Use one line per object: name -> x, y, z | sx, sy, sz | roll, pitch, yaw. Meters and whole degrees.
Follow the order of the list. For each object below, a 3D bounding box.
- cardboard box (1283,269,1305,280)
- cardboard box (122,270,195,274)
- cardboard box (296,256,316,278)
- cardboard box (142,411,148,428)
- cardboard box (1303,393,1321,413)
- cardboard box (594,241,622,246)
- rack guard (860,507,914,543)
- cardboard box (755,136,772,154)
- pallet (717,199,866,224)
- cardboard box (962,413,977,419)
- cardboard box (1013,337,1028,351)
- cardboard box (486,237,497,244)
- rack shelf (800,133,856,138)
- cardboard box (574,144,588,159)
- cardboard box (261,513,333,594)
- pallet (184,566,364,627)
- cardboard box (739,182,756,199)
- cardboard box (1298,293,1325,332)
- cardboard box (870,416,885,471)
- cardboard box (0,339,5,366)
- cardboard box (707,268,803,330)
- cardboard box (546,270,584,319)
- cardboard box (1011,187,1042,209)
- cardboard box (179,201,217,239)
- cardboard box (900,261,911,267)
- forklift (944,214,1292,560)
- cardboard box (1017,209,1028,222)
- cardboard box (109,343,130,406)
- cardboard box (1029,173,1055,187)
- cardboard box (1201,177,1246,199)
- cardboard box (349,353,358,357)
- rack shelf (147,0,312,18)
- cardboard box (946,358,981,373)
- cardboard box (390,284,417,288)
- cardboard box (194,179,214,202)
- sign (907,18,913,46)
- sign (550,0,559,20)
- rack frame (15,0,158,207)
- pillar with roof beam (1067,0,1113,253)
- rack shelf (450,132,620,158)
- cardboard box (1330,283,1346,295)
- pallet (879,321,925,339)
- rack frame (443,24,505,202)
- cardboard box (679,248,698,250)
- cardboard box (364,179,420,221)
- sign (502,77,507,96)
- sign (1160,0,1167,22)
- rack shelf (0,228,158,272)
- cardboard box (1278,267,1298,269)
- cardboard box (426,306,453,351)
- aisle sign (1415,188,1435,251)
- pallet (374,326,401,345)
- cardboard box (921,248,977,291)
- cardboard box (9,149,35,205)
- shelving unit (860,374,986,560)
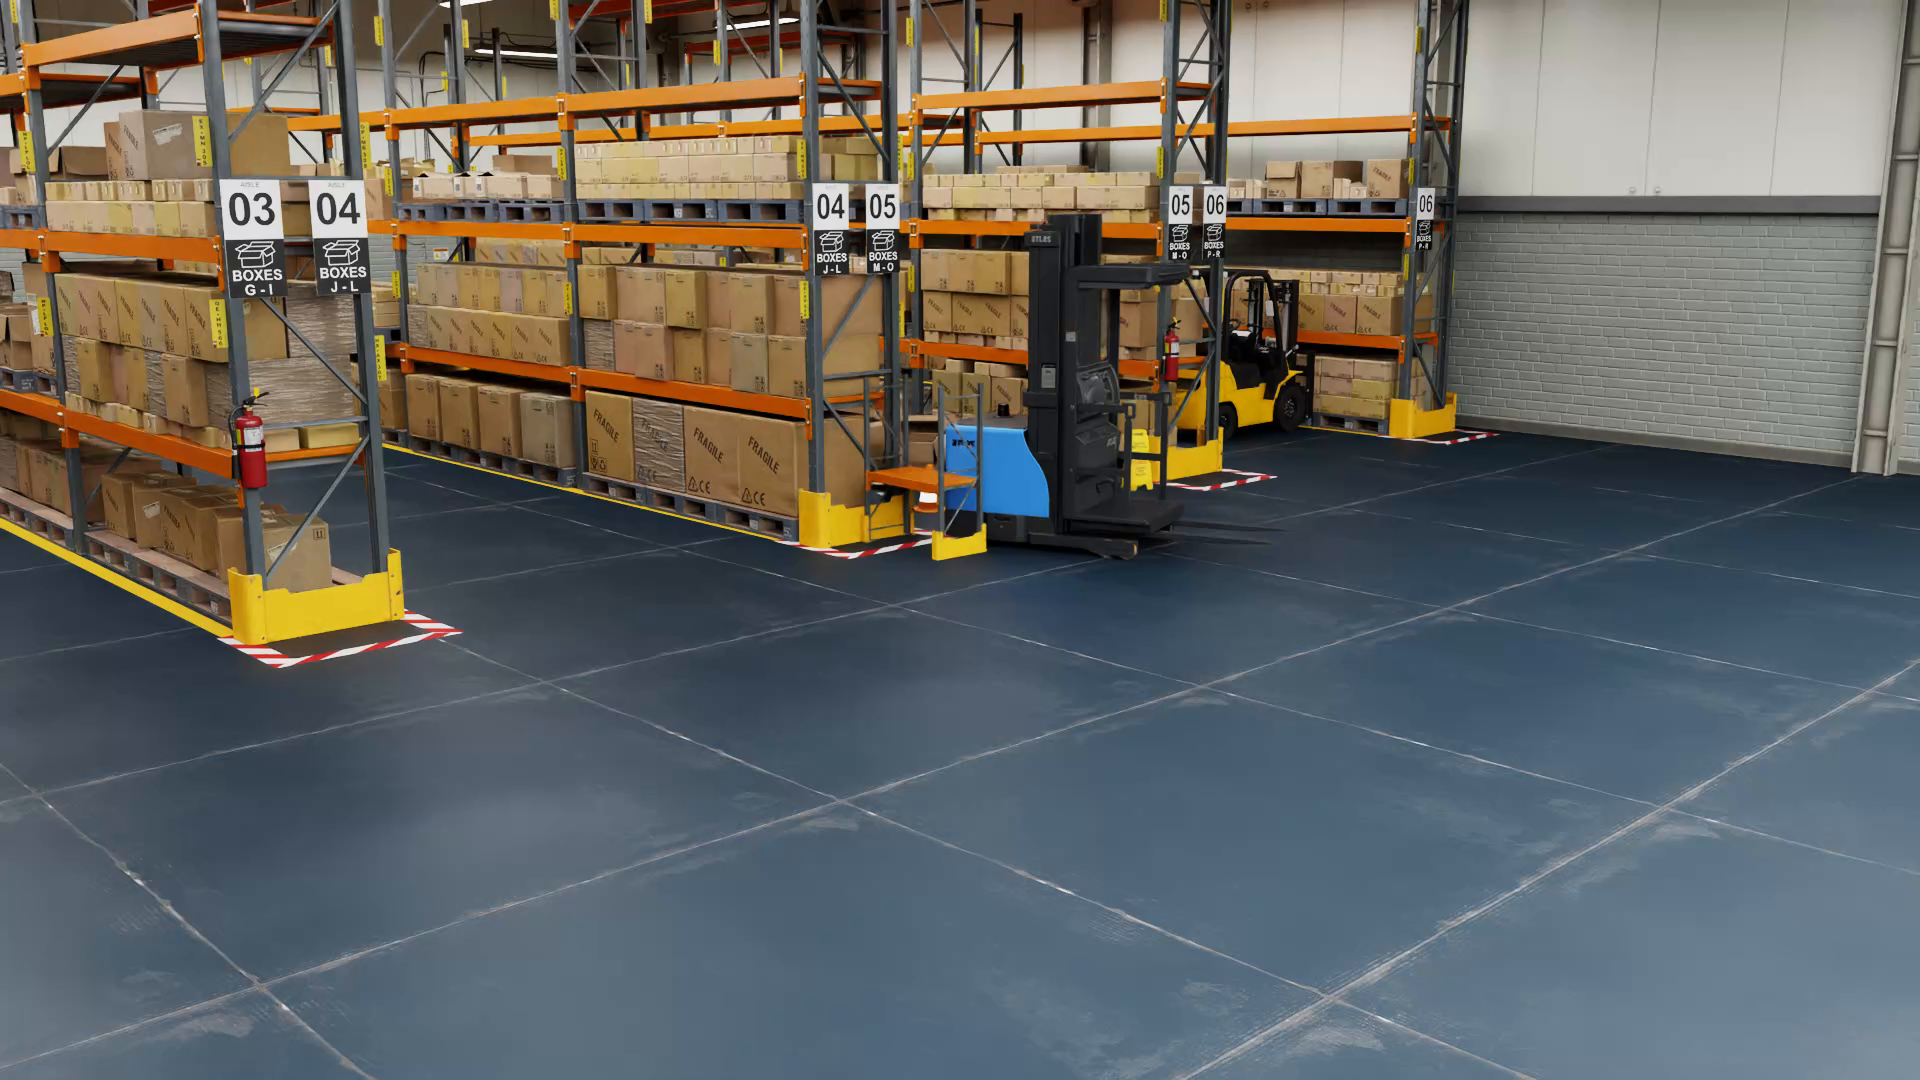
cardboard box -> 4.675, -3.652, 22.950 | 0.380, 0.149, 0.250 | -11, 16, -42
cardboard box -> -6.869, -2.061, 14.359 | 0.500, 0.500, 0.500 | -11, 16, -43
cardboard box -> -9.382, -4.032, 23.926 | 0.500, 0.500, 0.500 | -10, 16, -41
cardboard box -> -6.197, -0.961, 13.102 | 0.380, 0.149, 0.250 | -11, 16, -43
cardboard box -> 4.910, -1.925, 22.935 | 0.500, 0.250, 0.500 | -11, 16, -42
cardboard box -> -5.766, -4.891, 27.225 | 0.380, 0.149, 0.250 | -11, 16, -43
rack guard -> -0.669, -0.140, 15.311 | 0.587, 0.250, 0.087 | -10, 15, -41
cardboard box -> -1.609, -3.527, 14.859 | 0.380, 0.149, 0.250 | -11, 16, -42
pallet -> -1.479, -3.029, 15.307 | 1.003, 0.211, 1.213 | -11, 16, -43
cardboard box -> 0.378, -1.444, 20.599 | 0.500, 0.250, 0.500 | -10, 15, -39
cardboard box -> 0.845, -2.351, 19.848 | 0.380, 0.149, 0.250 | -11, 16, -43
cardboard box -> -7.930, -5.184, 28.647 | 0.250, 0.149, 0.380 | 11, 16, 43
rack shelf -> -3.530, -7.521, 31.247 | 1.077, 0.370, 4.000 | -11, 16, -43
cardboard box -> -3.716, -3.972, 17.018 | 0.380, 0.149, 0.250 | -11, 16, -42
cardboard box -> -5.036, 0.105, 12.462 | 0.500, 0.500, 0.500 | -7, 14, -32
pallet -> -5.204, 0.411, 12.734 | 1.003, 0.211, 1.213 | -11, 16, -43
cardboard box -> -1.785, -3.173, 15.119 | 0.380, 0.149, 0.250 | -11, 16, -42
cardboard box -> 4.903, -3.130, 22.759 | 0.500, 0.500, 0.500 | -11, 16, -44
cardboard box -> -1.145, -1.084, 18.929 | 0.797, 0.637, 0.503 | -11, 16, -43
cardboard box -> -9.150, -1.844, 16.096 | 0.500, 0.250, 0.500 | 11, 16, 44
cardboard box -> -1.923, -2.327, 16.063 | 0.875, 0.550, 0.550 | -11, 16, -43
cardboard box -> -4.069, -2.691, 18.152 | 0.700, 0.500, 0.500 | -11, 16, -44
cardboard box -> 0.944, -4.002, 19.442 | 0.500, 0.250, 0.500 | -11, 16, -42
cardboard box -> -5.133, -2.251, 11.681 | 0.500, 0.250, 0.500 | -10, 16, -41
cardboard box -> -0.647, -4.530, 28.507 | 0.637, 0.503, 0.797 | 11, 16, 44
forklift -> 1.410, -1.383, 14.700 | 3.031, 2.935, 1.130 | 5, 13, 25
cardboard box -> 0.893, -3.826, 19.576 | 0.380, 0.149, 0.250 | -11, 16, -42
cardboard box -> -6.375, -1.388, 13.568 | 0.875, 0.500, 0.500 | -11, 16, -43
cardboard box -> 1.021, -4.165, 19.247 | 0.380, 0.149, 0.250 | -10, 16, -41
cardboard box -> 3.774, -5.002, 23.595 | 0.500, 0.311, 0.500 | -10, 16, -41
cardboard box -> -8.204, -2.447, 22.987 | 0.500, 0.250, 0.500 | -10, 15, -40
rack shelf -> -10.628, -7.754, 24.131 | 1.077, 0.370, 4.000 | -11, 16, -43
cardboard box -> 0.044, -2.179, 20.700 | 0.380, 0.149, 0.250 | -11, 16, -42
cardboard box -> -7.199, -3.247, 21.684 | 0.250, 0.149, 0.380 | 11, 16, 43
cardboard box -> -5.034, -2.408, 11.457 | 0.380, 0.149, 0.250 | -11, 16, -43
sign -> -0.609, -6.180, 20.240 | 0.100, 0.325, 0.005 | -11, 16, -43
sign -> -4.106, -5.438, 16.833 | 0.100, 0.325, 0.005 | -11, 16, -43
rack frame -> -7.379, -4.343, 14.027 | 1.000, 3.000, 0.127 | -11, 16, -43
pillar with roof beam -> -0.948, -6.335, 23.698 | 9.100, 9.000, 0.548 | -11, 16, -43
rack shelf -> -7.117, -6.635, 27.927 | 1.077, 0.370, 4.000 | -11, 16, -43
cardboard box -> 5.200, -3.389, 22.412 | 0.380, 0.149, 0.250 | -11, 16, -43
pallet -> -0.634, -2.823, 21.994 | 1.003, 0.211, 1.213 | -11, 16, -43
rack frame -> -8.498, -7.475, 29.230 | 1.000, 3.000, 0.127 | -11, 16, -43
cardboard box -> -4.179, -4.237, 25.654 | 0.500, 0.500, 0.500 | -11, 16, -42
cardboard box -> -7.062, -4.231, 20.669 | 0.500, 0.500, 0.500 | -11, 16, -43
sign -> -8.096, -8.045, 29.485 | 0.100, 0.325, 0.005 | -11, 16, -43
sign -> 2.135, -5.600, 17.425 | 0.100, 0.325, 0.005 | -11, 16, -43
rack shelf -> -8.760, -2.813, 15.819 | 1.077, 0.370, 4.000 | -11, 16, -43
cardboard box -> 4.676, -3.794, 23.639 | 0.380, 0.149, 0.250 | -11, 16, -43
cardboard box -> -6.016, -2.536, 19.880 | 0.500, 0.500, 0.500 | -11, 16, -43
aisle sign -> 5.971, -4.116, 21.354 | 0.394, 0.787, 0.004 | -11, 16, -43
pallet -> -7.053, -2.660, 21.201 | 1.213, 0.211, 1.003 | -11, 16, -43
cardboard box -> -0.064, -3.375, 20.736 | 0.700, 0.500, 0.500 | -11, 16, -43
cardboard box -> -8.283, -3.349, 15.344 | 0.797, 0.503, 0.637 | -10, 15, -40
shelving unit -> -0.338, -0.677, 14.821 | 0.587, 1.500, 1.083 | -10, 15, -41
